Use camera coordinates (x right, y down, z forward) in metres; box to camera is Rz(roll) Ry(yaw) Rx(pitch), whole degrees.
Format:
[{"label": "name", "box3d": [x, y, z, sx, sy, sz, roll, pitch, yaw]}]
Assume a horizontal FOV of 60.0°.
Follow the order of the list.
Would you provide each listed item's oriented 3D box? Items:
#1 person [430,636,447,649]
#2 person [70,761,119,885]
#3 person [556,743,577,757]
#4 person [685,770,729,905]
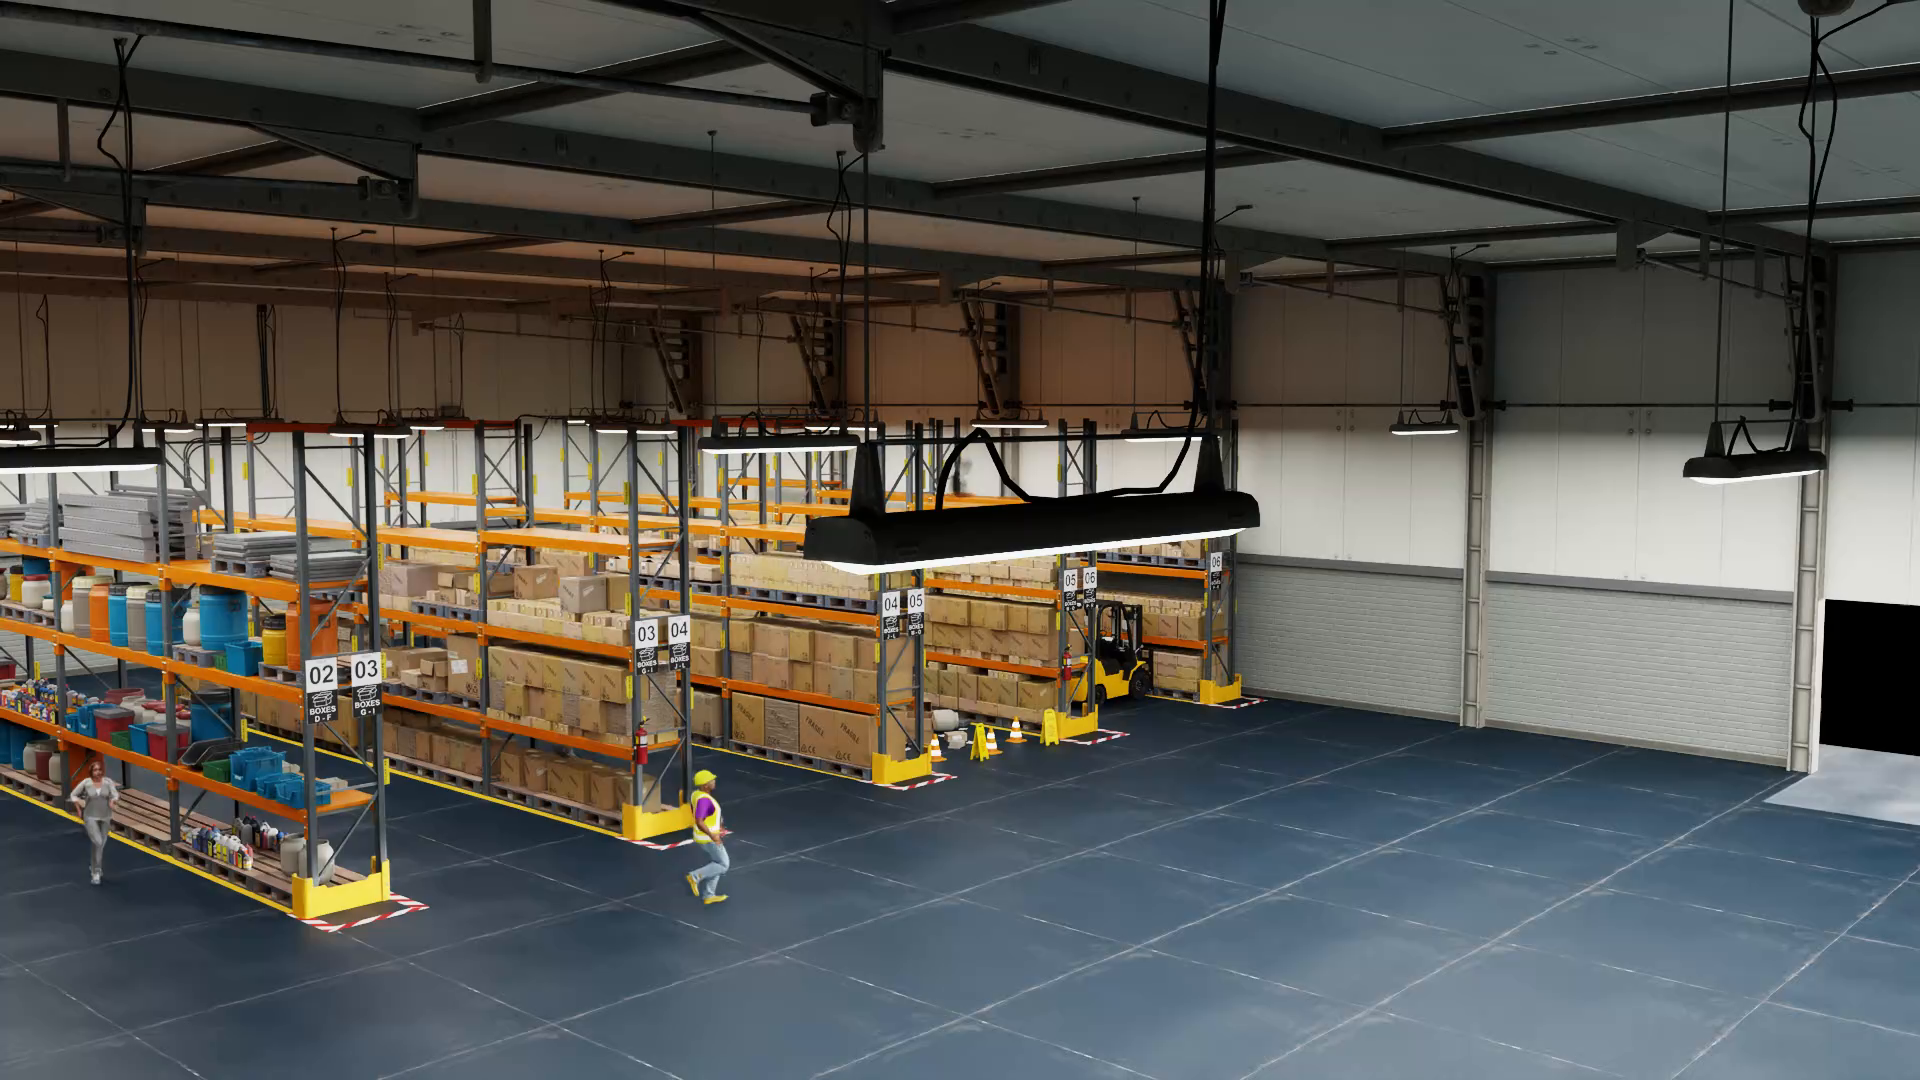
[{"label": "person", "box3d": [-12.883, 2.142, 40.866, 0.547, 1.738, 0.863, 2, 5, 26]}, {"label": "person", "box3d": [-11.445, 3.747, 22.078, 0.710, 1.623, 0.524, 4, 6, 43]}, {"label": "person", "box3d": [-7.052, 3.036, 29.950, 0.775, 1.801, 0.631, 3, 5, 30]}, {"label": "person", "box3d": [-3.216, 3.765, 21.056, 0.578, 1.724, 0.716, -2, 5, -20]}]
